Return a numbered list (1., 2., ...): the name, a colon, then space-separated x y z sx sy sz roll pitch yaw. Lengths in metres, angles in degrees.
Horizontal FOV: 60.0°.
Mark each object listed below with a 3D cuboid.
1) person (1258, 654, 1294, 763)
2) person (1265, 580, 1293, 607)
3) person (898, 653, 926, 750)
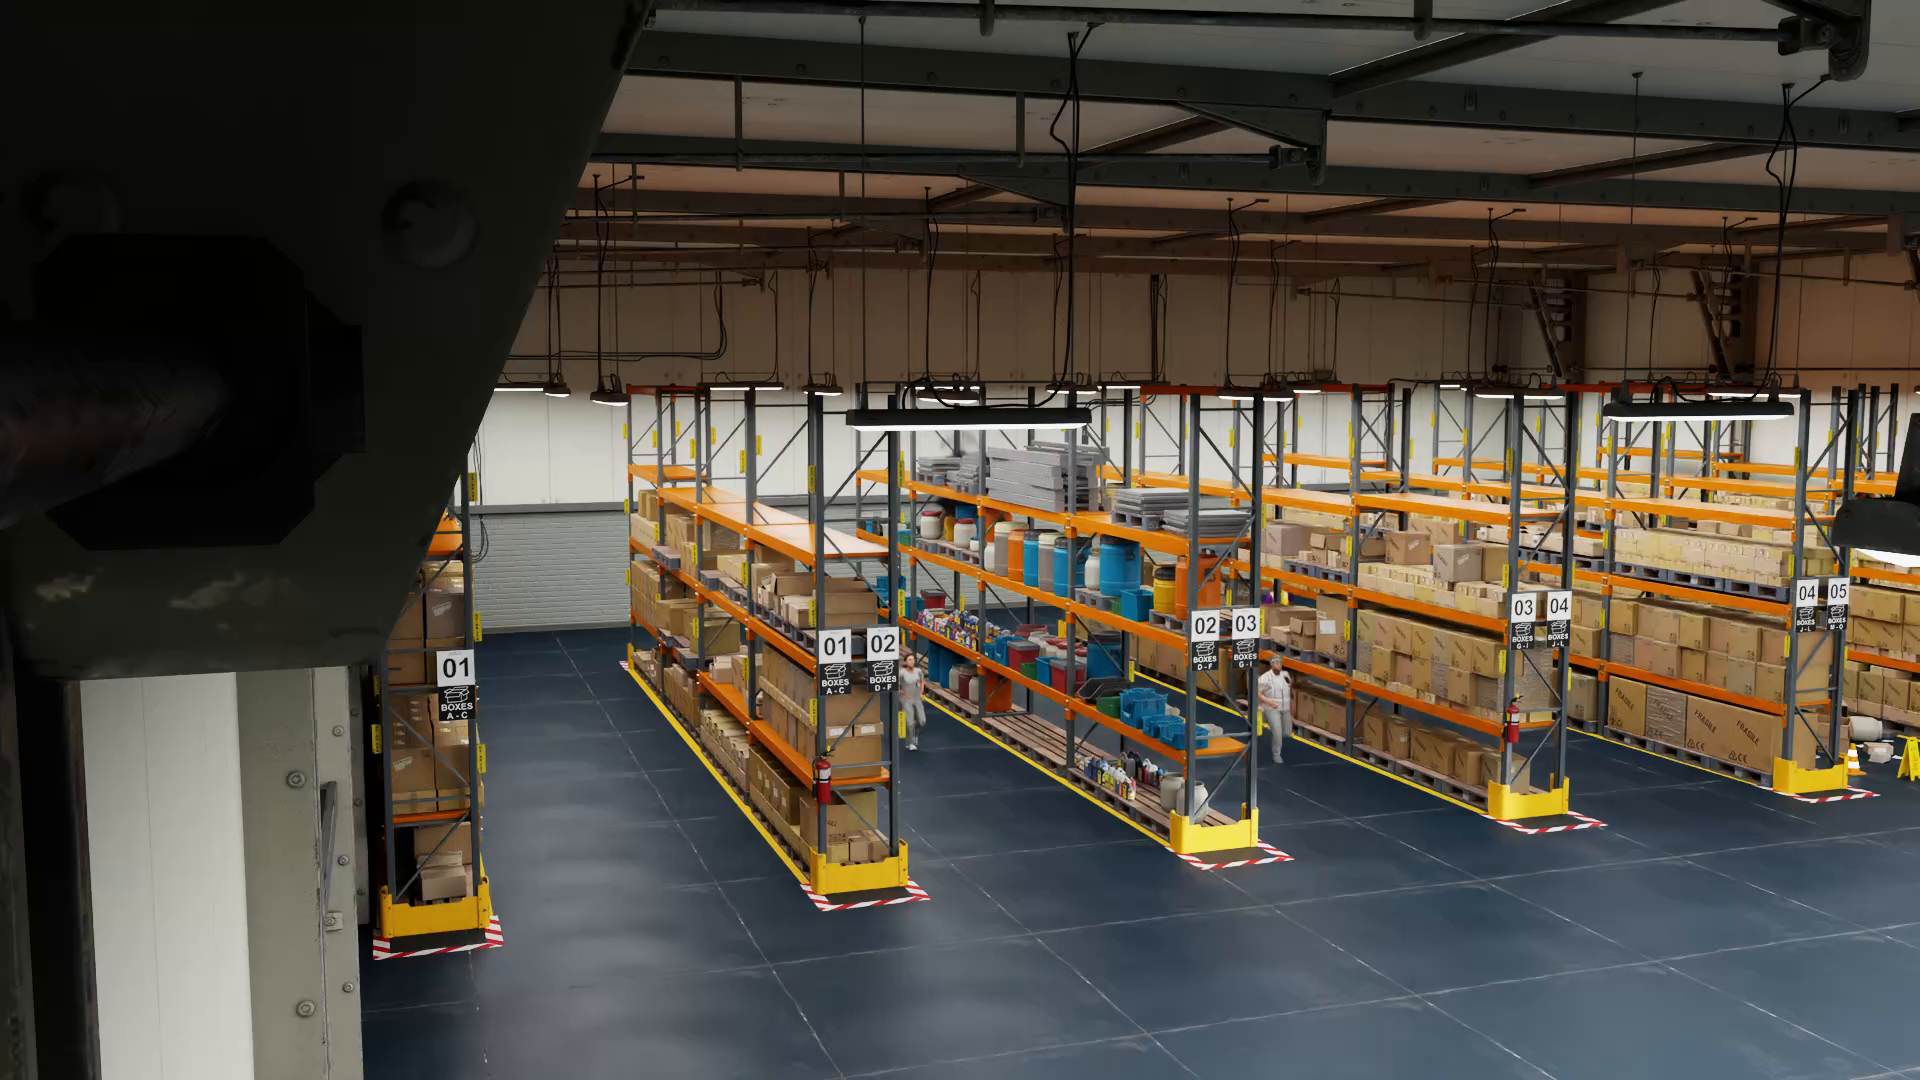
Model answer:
1. person: 5.111 2.700 26.977 0.682 1.738 0.657 -2 6 -22
2. person: 7.011 1.714 36.376 0.712 1.729 0.639 -1 6 -10
3. person: -0.793 2.677 27.498 0.539 1.626 0.541 -2 6 -20
